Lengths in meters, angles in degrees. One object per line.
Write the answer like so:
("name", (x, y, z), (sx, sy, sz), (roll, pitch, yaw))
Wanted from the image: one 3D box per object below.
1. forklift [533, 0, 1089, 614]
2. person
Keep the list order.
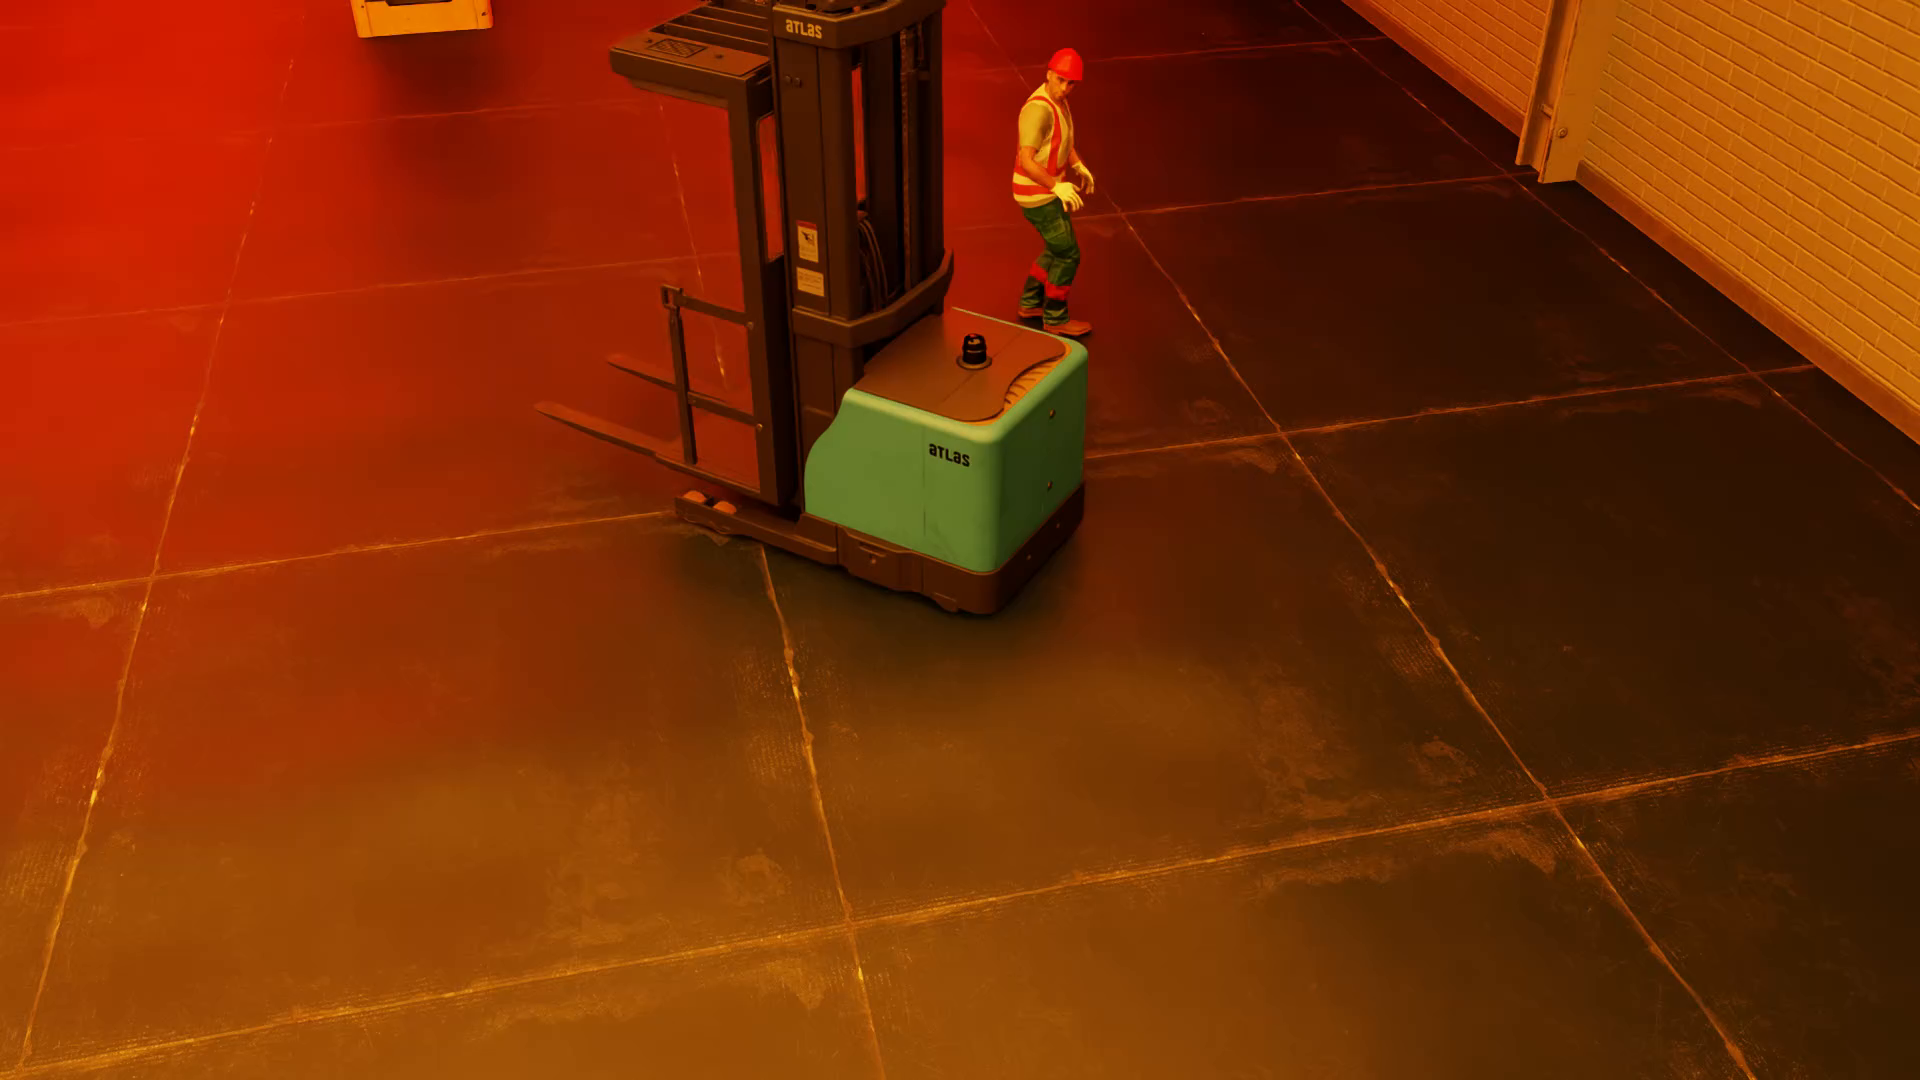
("forklift", (-0.893, -1.465, 8.087), (3.031, 2.935, 1.130), (19, 40, 24))
("person", (0.583, -2.087, 9.984), (0.515, 1.736, 0.747), (6, 36, 8))
